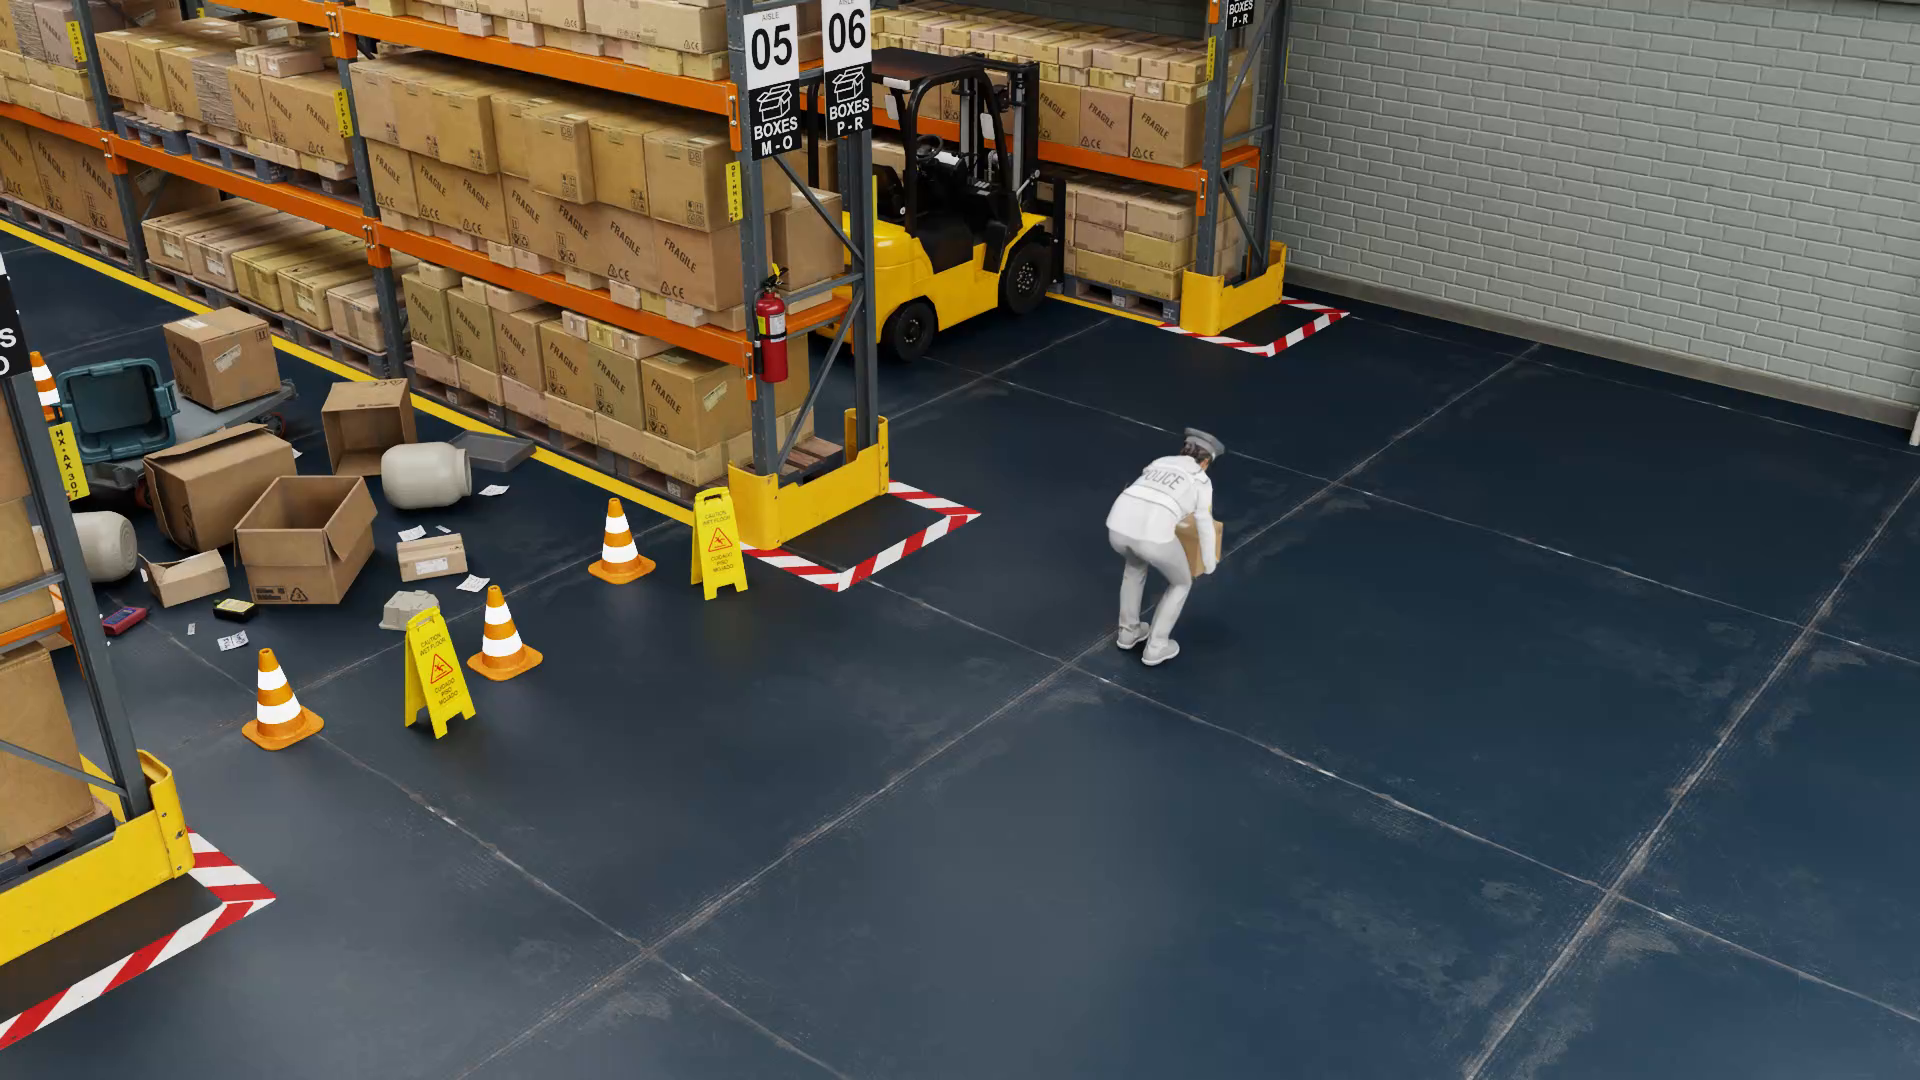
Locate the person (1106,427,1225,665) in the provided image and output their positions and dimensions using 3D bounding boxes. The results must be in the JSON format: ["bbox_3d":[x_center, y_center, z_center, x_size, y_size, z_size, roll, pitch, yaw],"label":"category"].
[{"bbox_3d":[1.138,0.024,9.114,0.432,1.168,0.912,19,33,32],"label":"person"}]
